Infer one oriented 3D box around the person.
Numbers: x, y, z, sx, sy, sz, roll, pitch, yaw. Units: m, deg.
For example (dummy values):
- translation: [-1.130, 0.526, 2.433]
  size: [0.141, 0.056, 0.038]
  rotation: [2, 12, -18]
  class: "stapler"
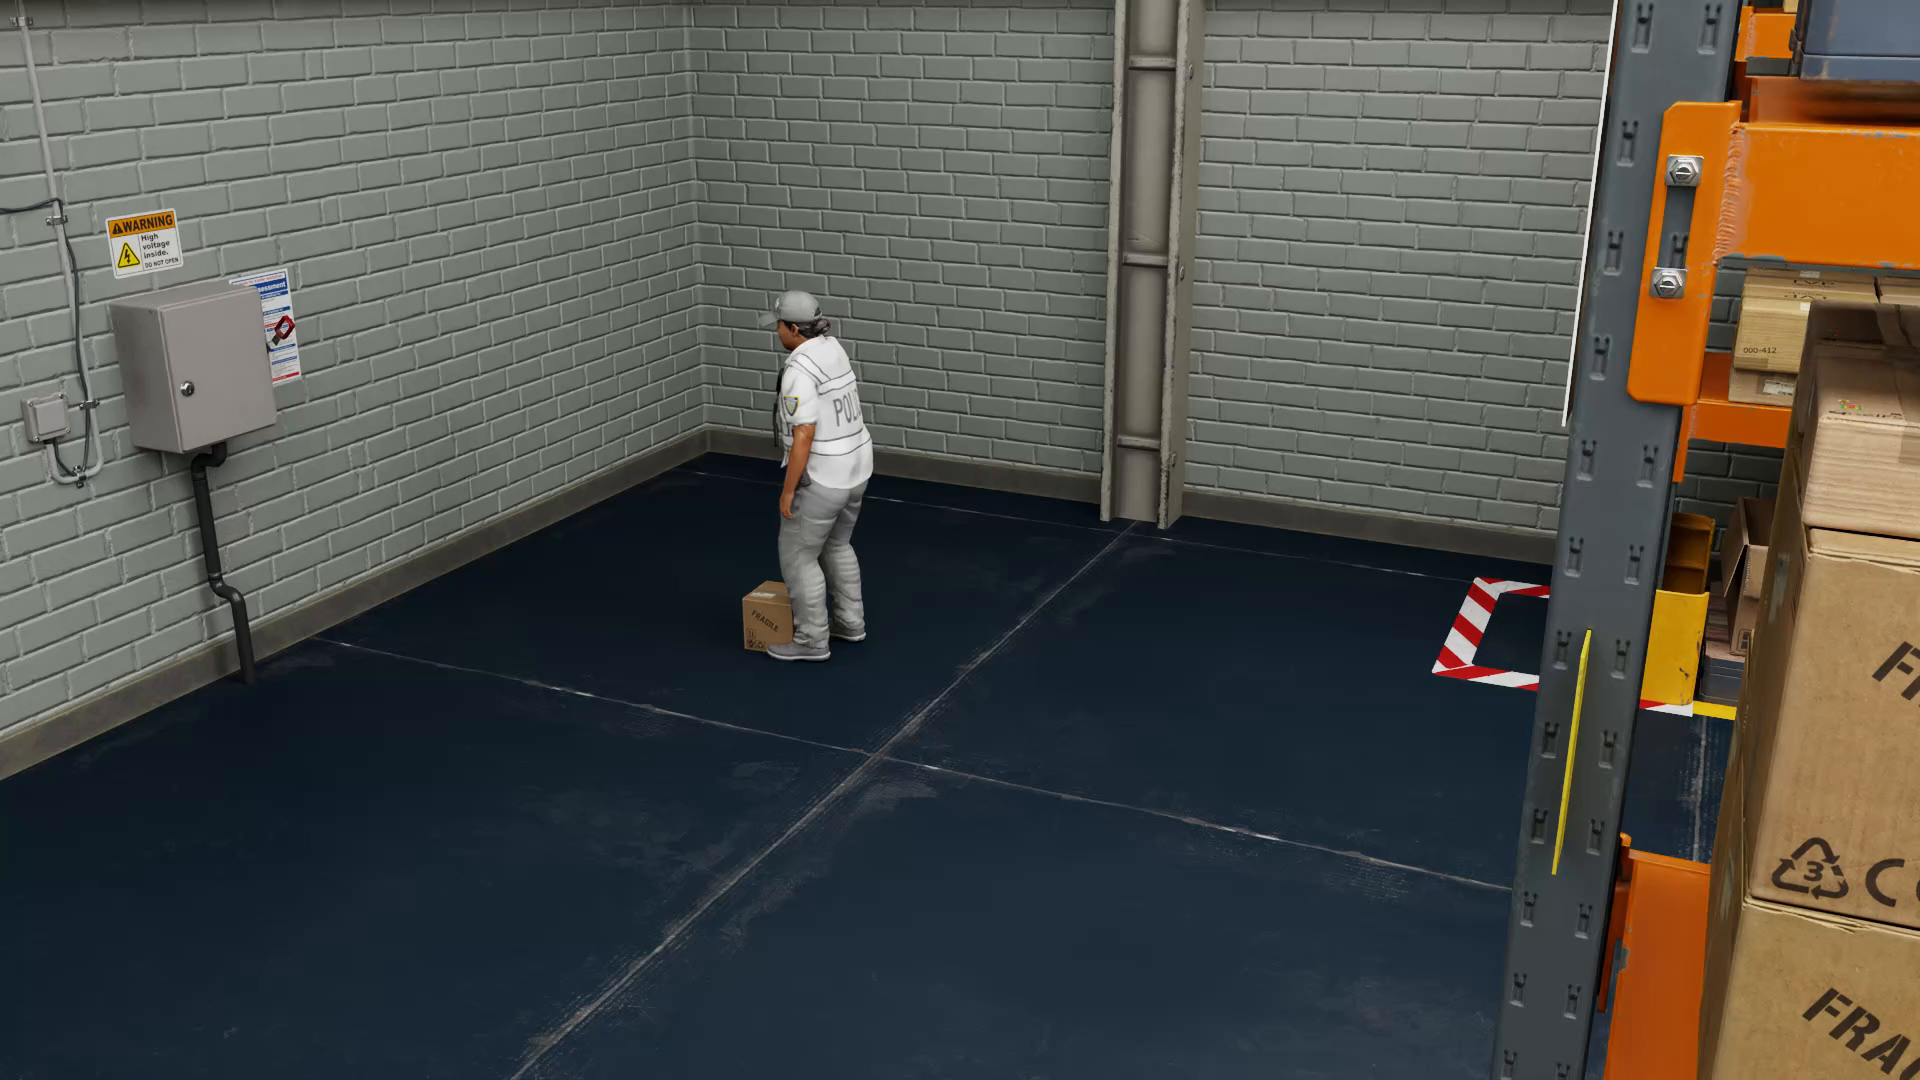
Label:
- translation: [-0.634, -0.280, 7.359]
  size: [0.463, 1.667, 0.562]
  rotation: [7, 20, 20]
  class: "person"
